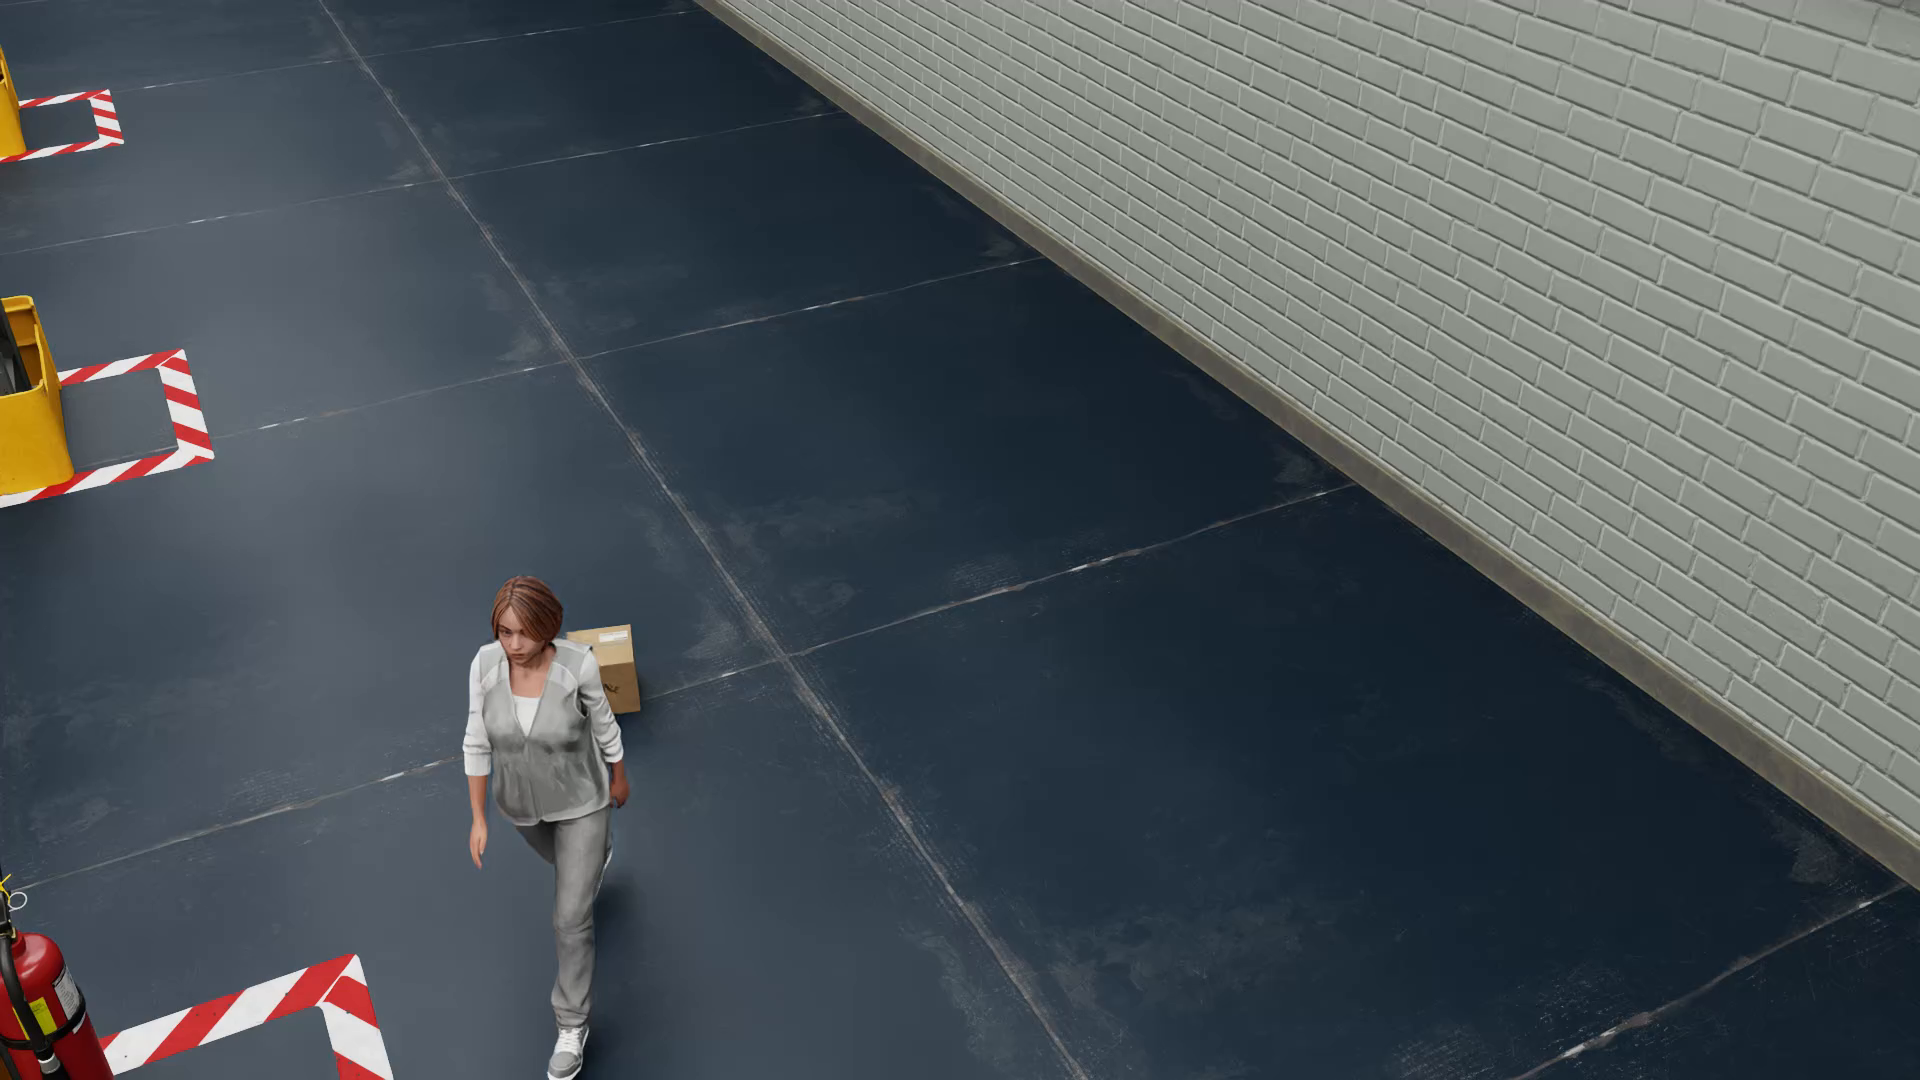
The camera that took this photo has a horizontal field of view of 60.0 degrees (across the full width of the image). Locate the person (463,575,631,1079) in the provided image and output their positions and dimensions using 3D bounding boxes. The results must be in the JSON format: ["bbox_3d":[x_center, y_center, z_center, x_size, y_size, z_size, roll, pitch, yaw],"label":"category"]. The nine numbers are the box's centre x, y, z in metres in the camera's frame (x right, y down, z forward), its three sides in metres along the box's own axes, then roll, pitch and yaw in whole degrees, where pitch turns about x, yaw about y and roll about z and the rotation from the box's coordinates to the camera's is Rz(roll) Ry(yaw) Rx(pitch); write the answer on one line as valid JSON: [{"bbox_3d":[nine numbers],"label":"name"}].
[{"bbox_3d":[-1.229,0.758,4.993,0.429,1.542,0.956,3,34,4],"label":"person"}]
